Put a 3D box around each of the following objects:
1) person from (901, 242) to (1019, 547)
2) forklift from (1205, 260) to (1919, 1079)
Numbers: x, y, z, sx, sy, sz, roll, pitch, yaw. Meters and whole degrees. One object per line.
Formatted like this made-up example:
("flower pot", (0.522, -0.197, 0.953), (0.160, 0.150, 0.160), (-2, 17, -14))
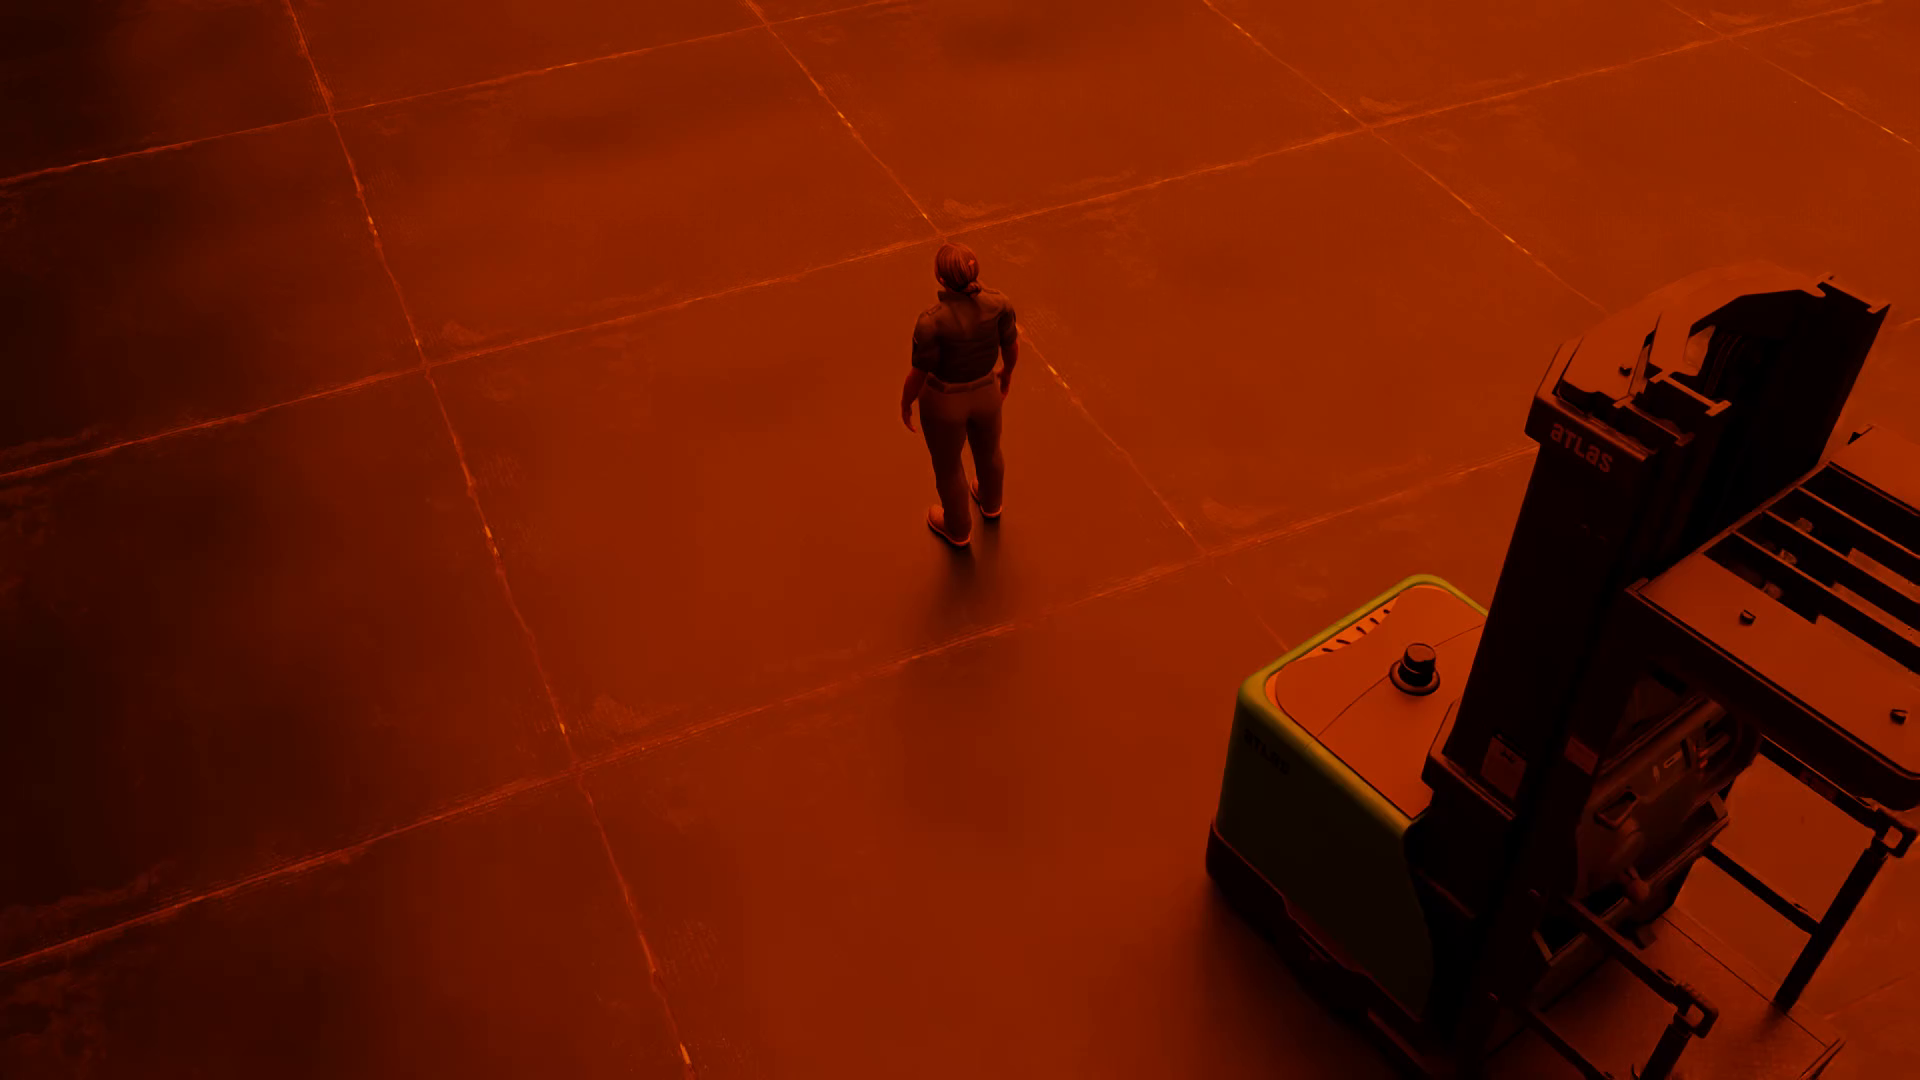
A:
("person", (-0.019, -0.670, 7.323), (0.570, 1.656, 0.503), (-18, 46, -18))
("forklift", (2.235, 0.813, 4.809), (1.130, 2.935, 3.031), (-27, 50, -26))
